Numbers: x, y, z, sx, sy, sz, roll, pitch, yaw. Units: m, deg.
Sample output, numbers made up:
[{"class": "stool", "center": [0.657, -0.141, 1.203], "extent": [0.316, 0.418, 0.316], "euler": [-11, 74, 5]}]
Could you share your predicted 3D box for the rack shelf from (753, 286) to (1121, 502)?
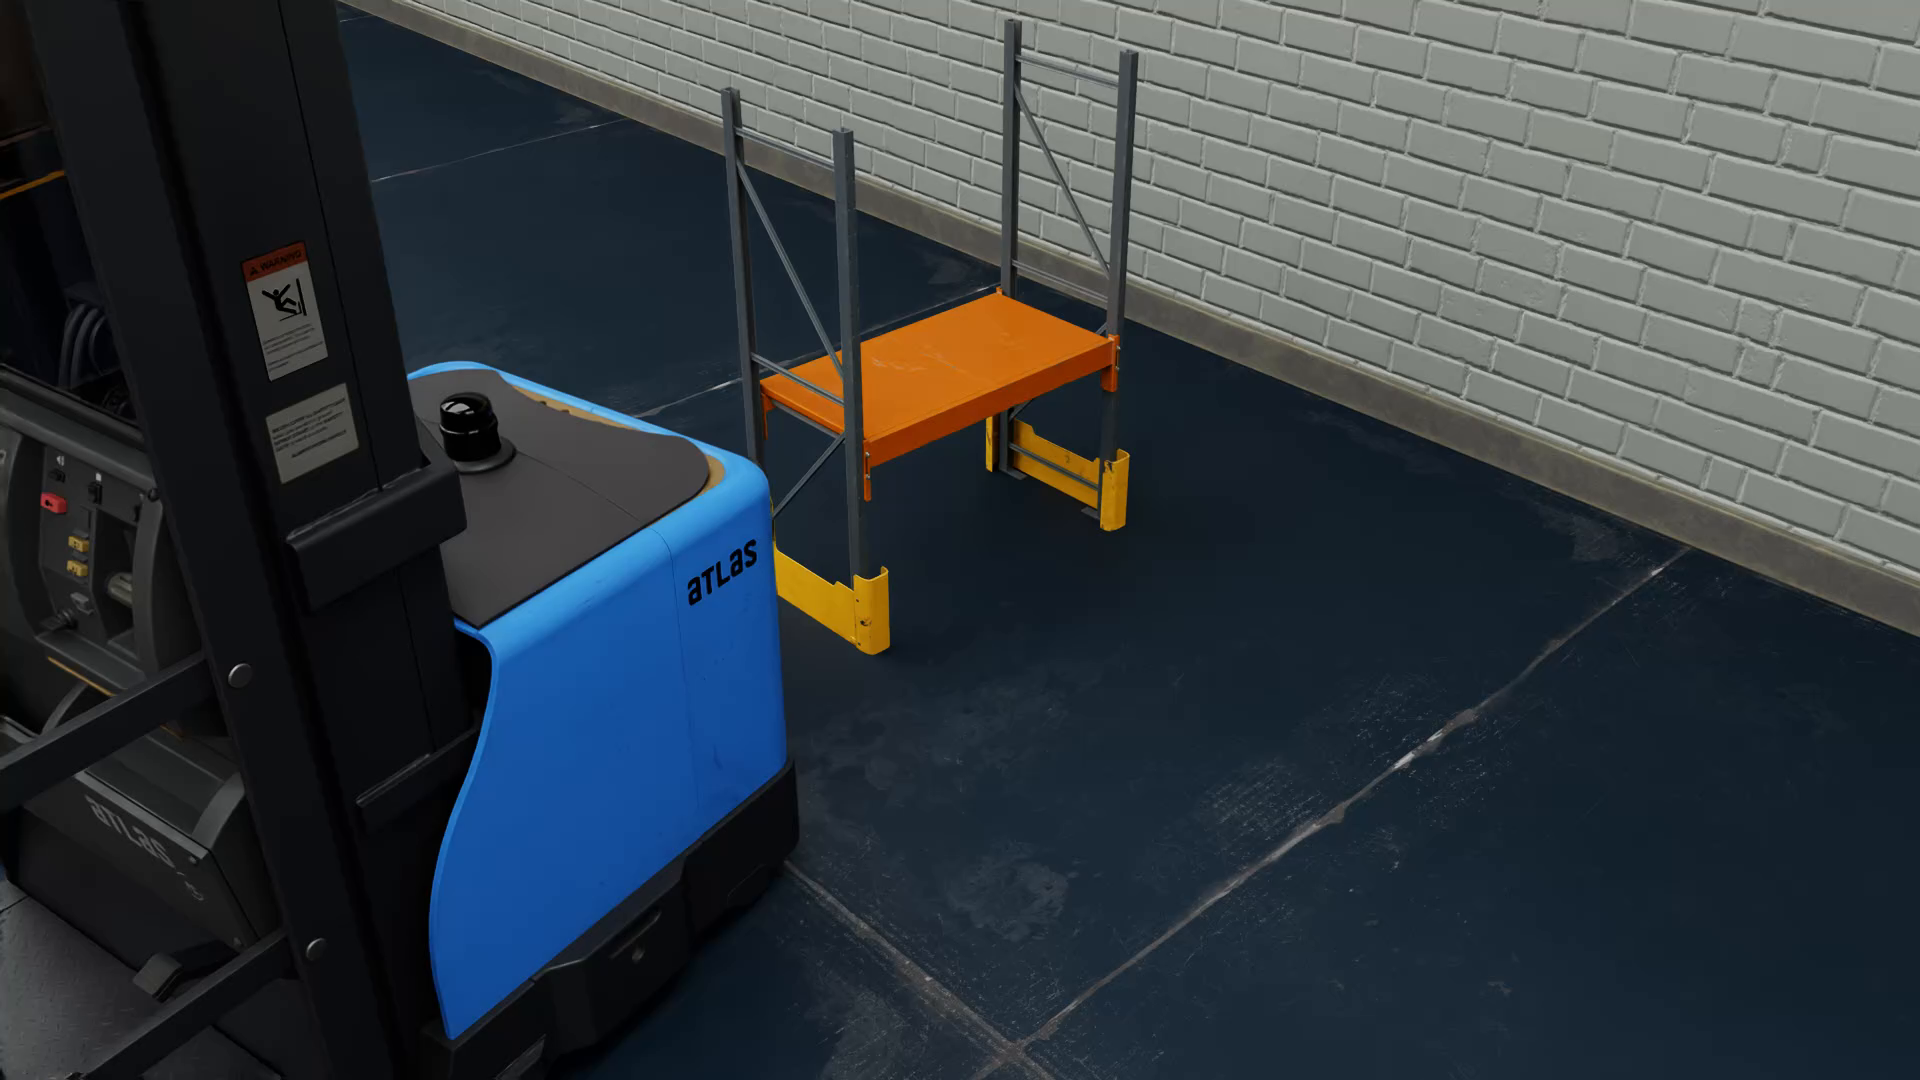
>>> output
[{"class": "rack shelf", "center": [-0.063, -0.456, 4.903], "extent": [1.000, 0.185, 0.538], "euler": [-26, 40, -35]}]

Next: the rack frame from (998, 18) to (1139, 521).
[{"class": "rack frame", "center": [0.310, -0.790, 5.104], "extent": [0.032, 1.500, 0.500], "euler": [-26, 40, -35]}]

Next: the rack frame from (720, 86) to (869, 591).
[{"class": "rack frame", "center": [-0.435, -0.429, 4.514], "extent": [0.032, 1.500, 0.500], "euler": [-26, 40, -35]}]

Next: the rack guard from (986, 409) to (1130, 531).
[{"class": "rack guard", "center": [0.309, -0.256, 5.429], "extent": [0.087, 0.250, 0.587], "euler": [-26, 40, -35]}]

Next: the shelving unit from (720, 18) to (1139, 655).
[{"class": "shelving unit", "center": [-0.056, -0.613, 4.815], "extent": [1.083, 1.500, 0.587], "euler": [-26, 40, -35]}]

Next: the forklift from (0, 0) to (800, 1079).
[{"class": "forklift", "center": [-1.630, -0.001, 2.442], "extent": [1.130, 2.935, 3.031], "euler": [20, 37, 29]}]

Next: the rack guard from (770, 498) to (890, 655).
[{"class": "rack guard", "center": [-0.421, 0.097, 4.852], "extent": [0.087, 0.250, 0.587], "euler": [-26, 40, -35]}]
